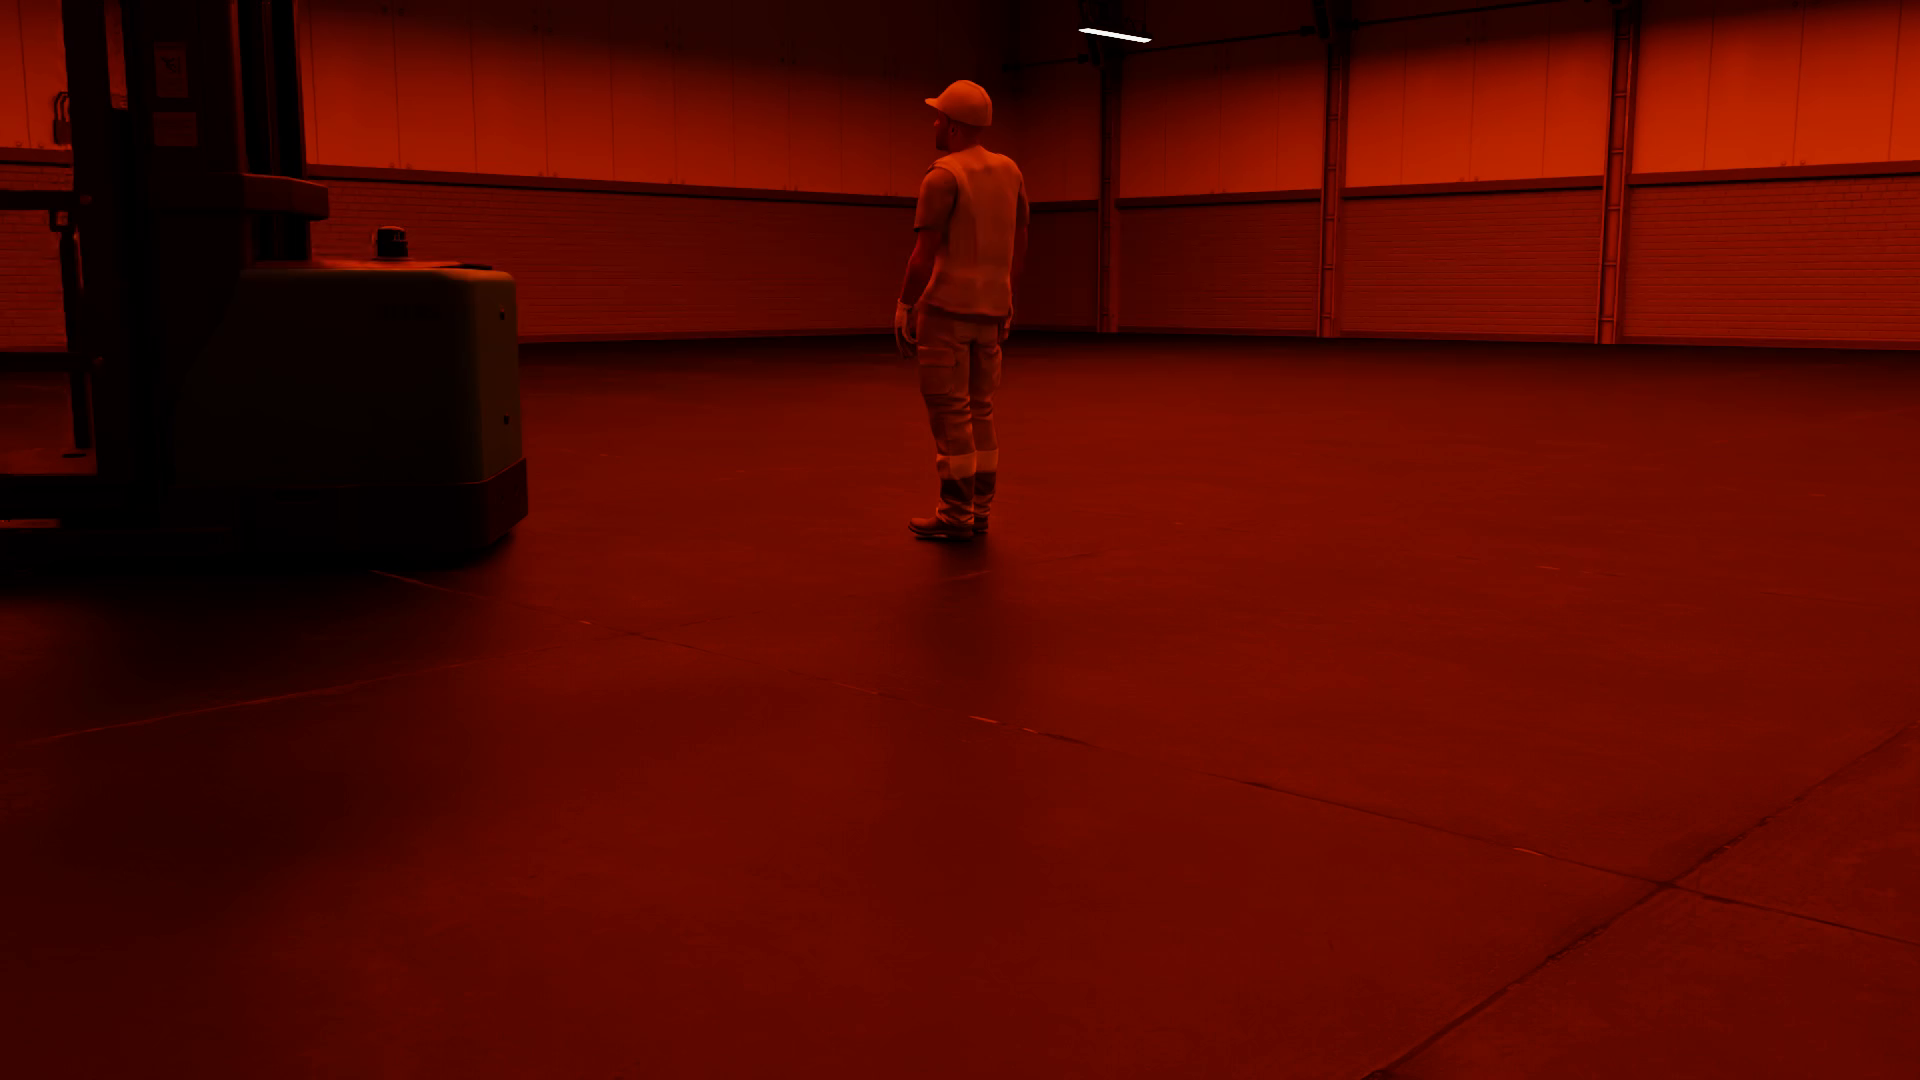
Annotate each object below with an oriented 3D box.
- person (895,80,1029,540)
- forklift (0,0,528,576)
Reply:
[{"bbox_3d":[-0.051,-0.901,6.646,0.562,1.789,0.638,8,12,43],"label":"person"},{"bbox_3d":[-3.272,-1.401,6.175,3.031,2.935,1.130,-1,9,-5],"label":"forklift"}]
